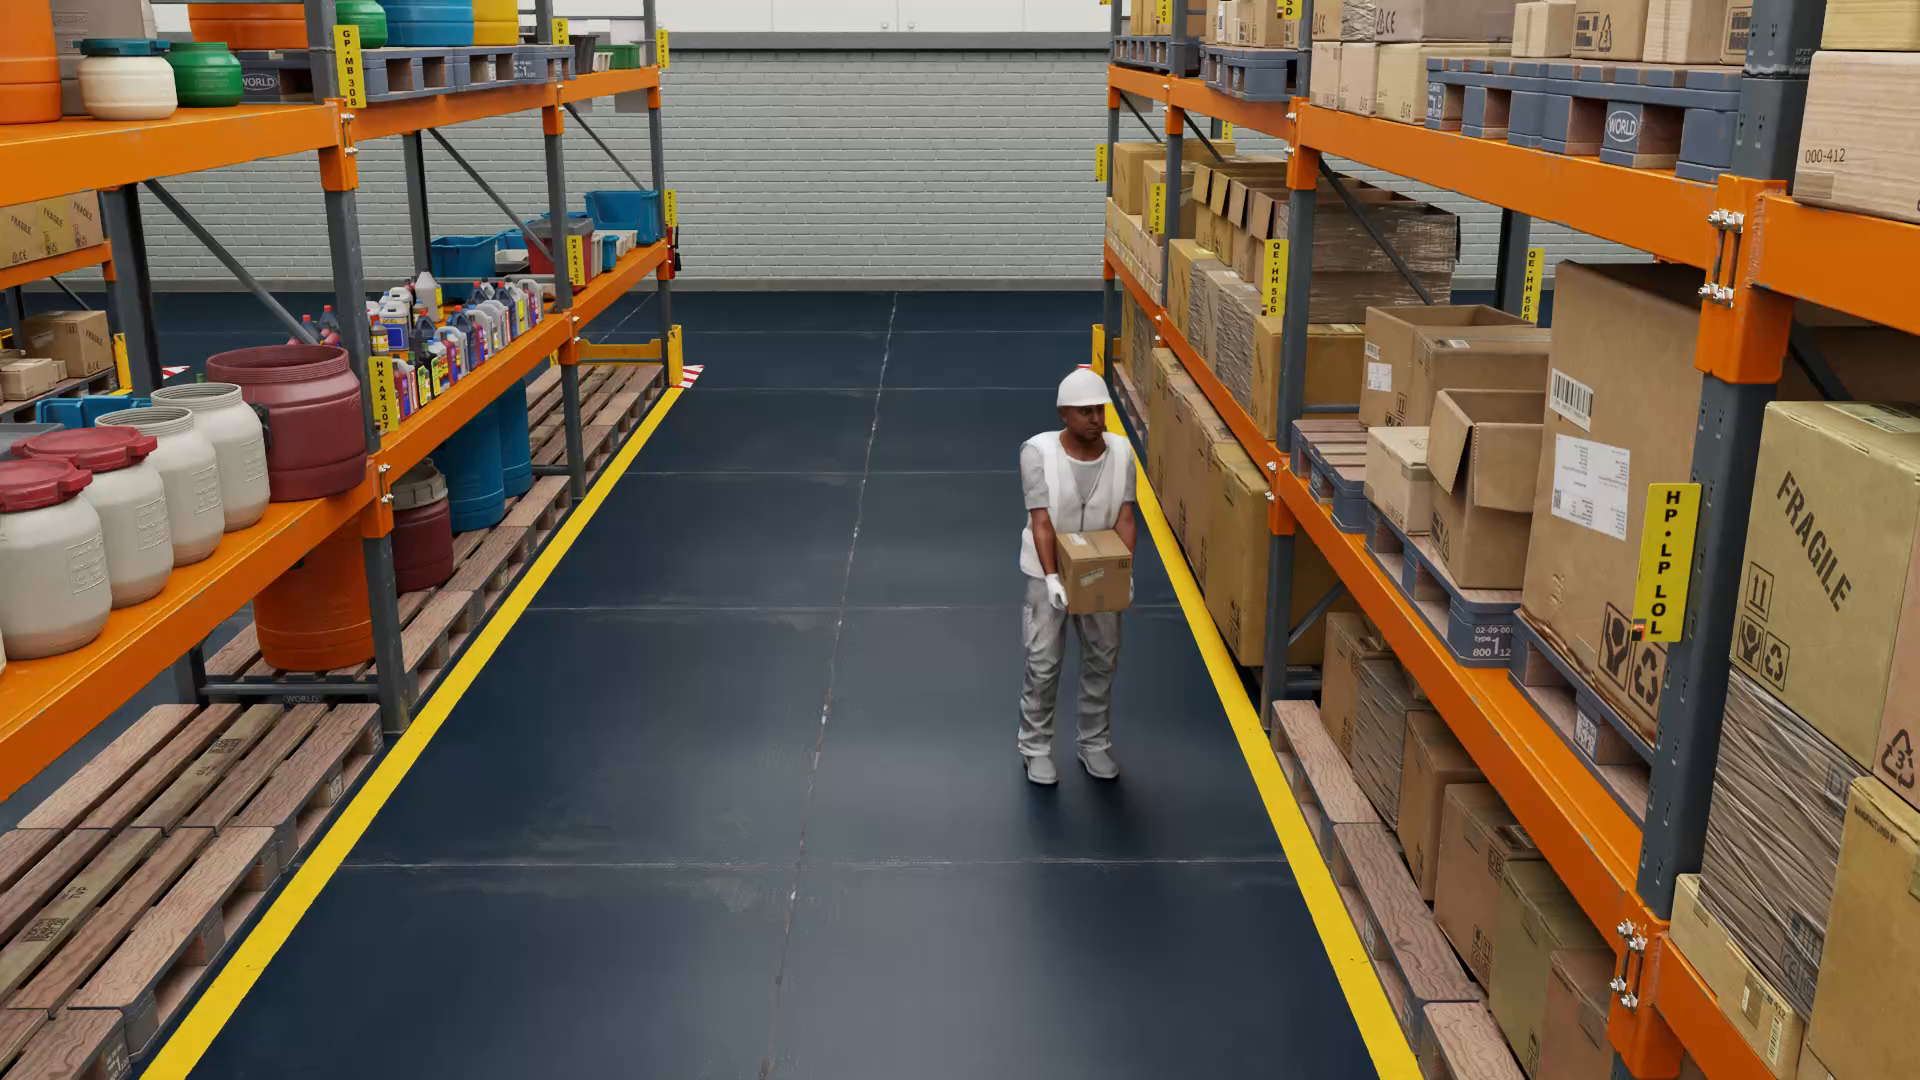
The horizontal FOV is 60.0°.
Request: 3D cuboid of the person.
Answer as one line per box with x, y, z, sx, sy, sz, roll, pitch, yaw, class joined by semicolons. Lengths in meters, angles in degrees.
0.508;0.173;6.949;0.492;1.777;0.581;-4;17;-13;person
